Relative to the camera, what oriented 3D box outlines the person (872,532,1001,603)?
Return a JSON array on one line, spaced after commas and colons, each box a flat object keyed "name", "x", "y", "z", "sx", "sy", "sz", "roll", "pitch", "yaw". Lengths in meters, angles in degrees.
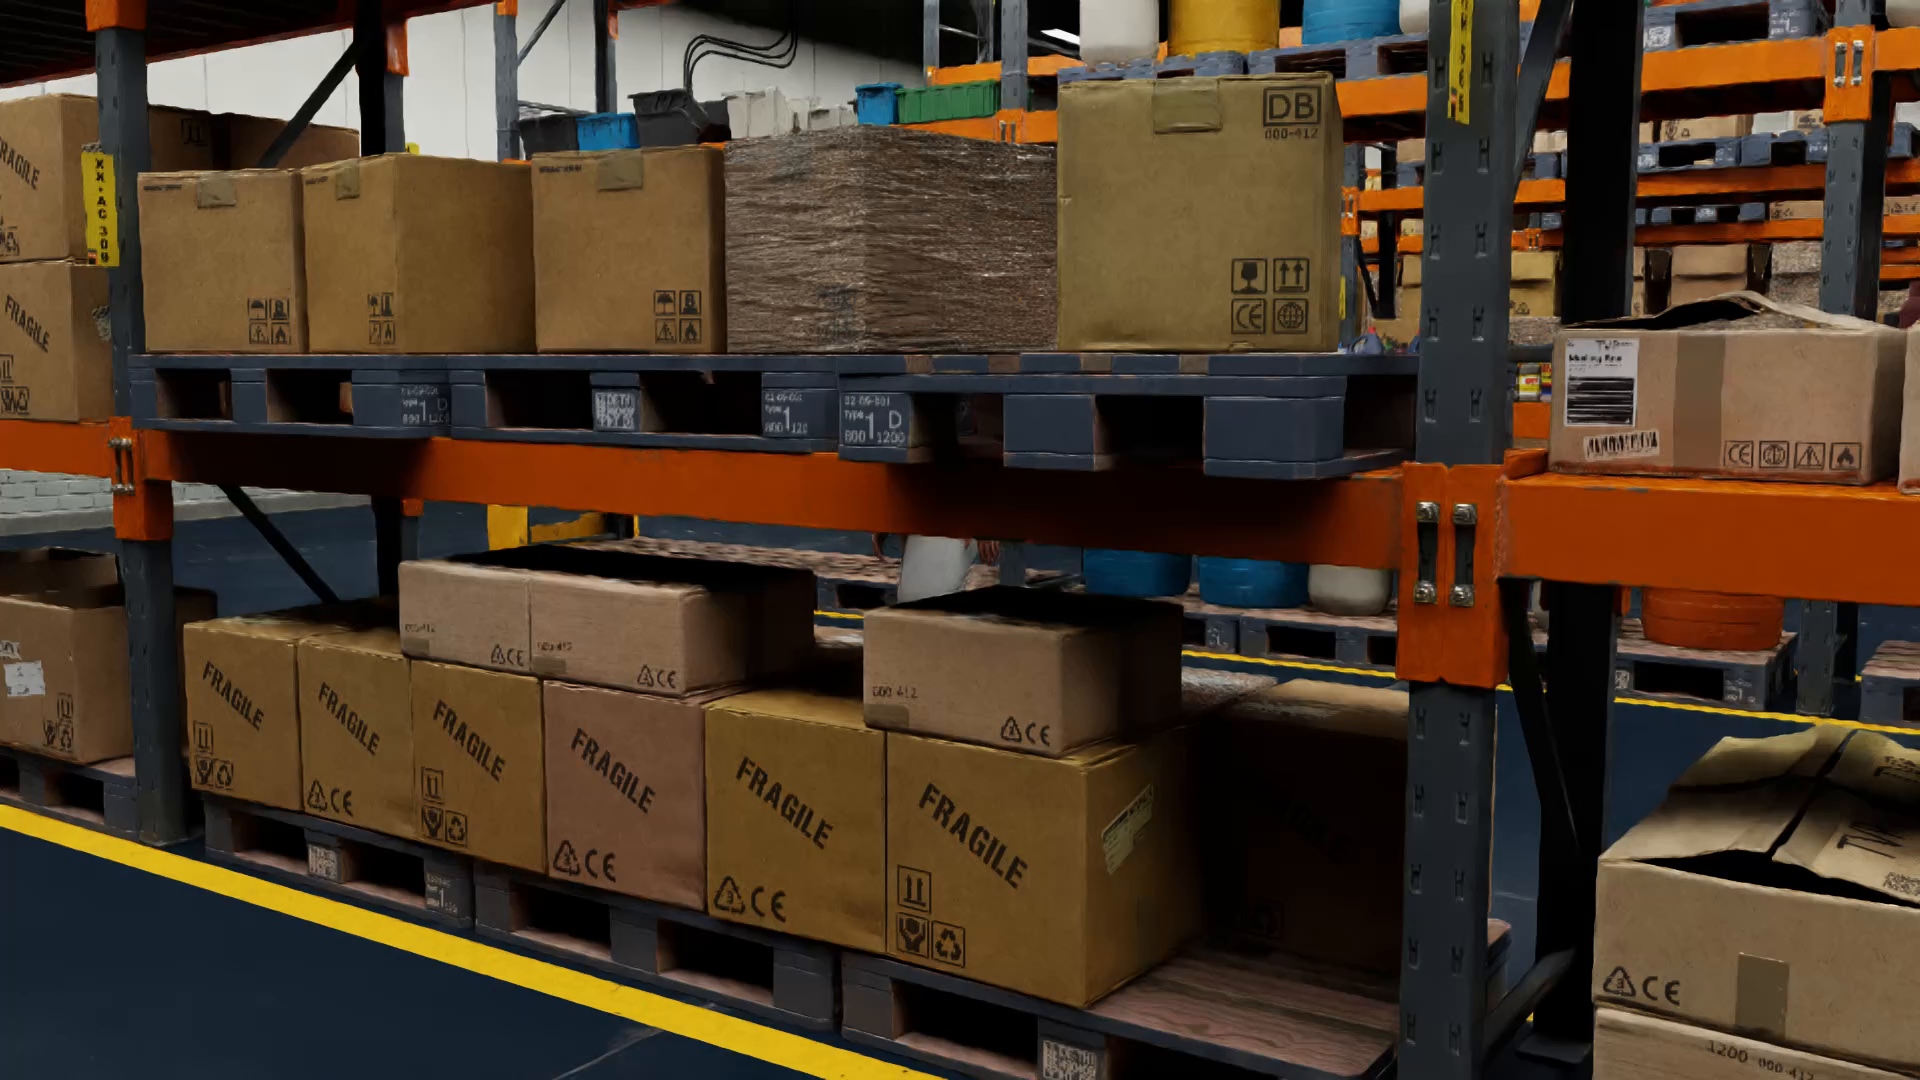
[{"name": "person", "x": -0.083, "y": -0.055, "z": 6.251, "sx": 0.487, "sy": 1.709, "sz": 0.752, "roll": -4, "pitch": 7, "yaw": -30}]
